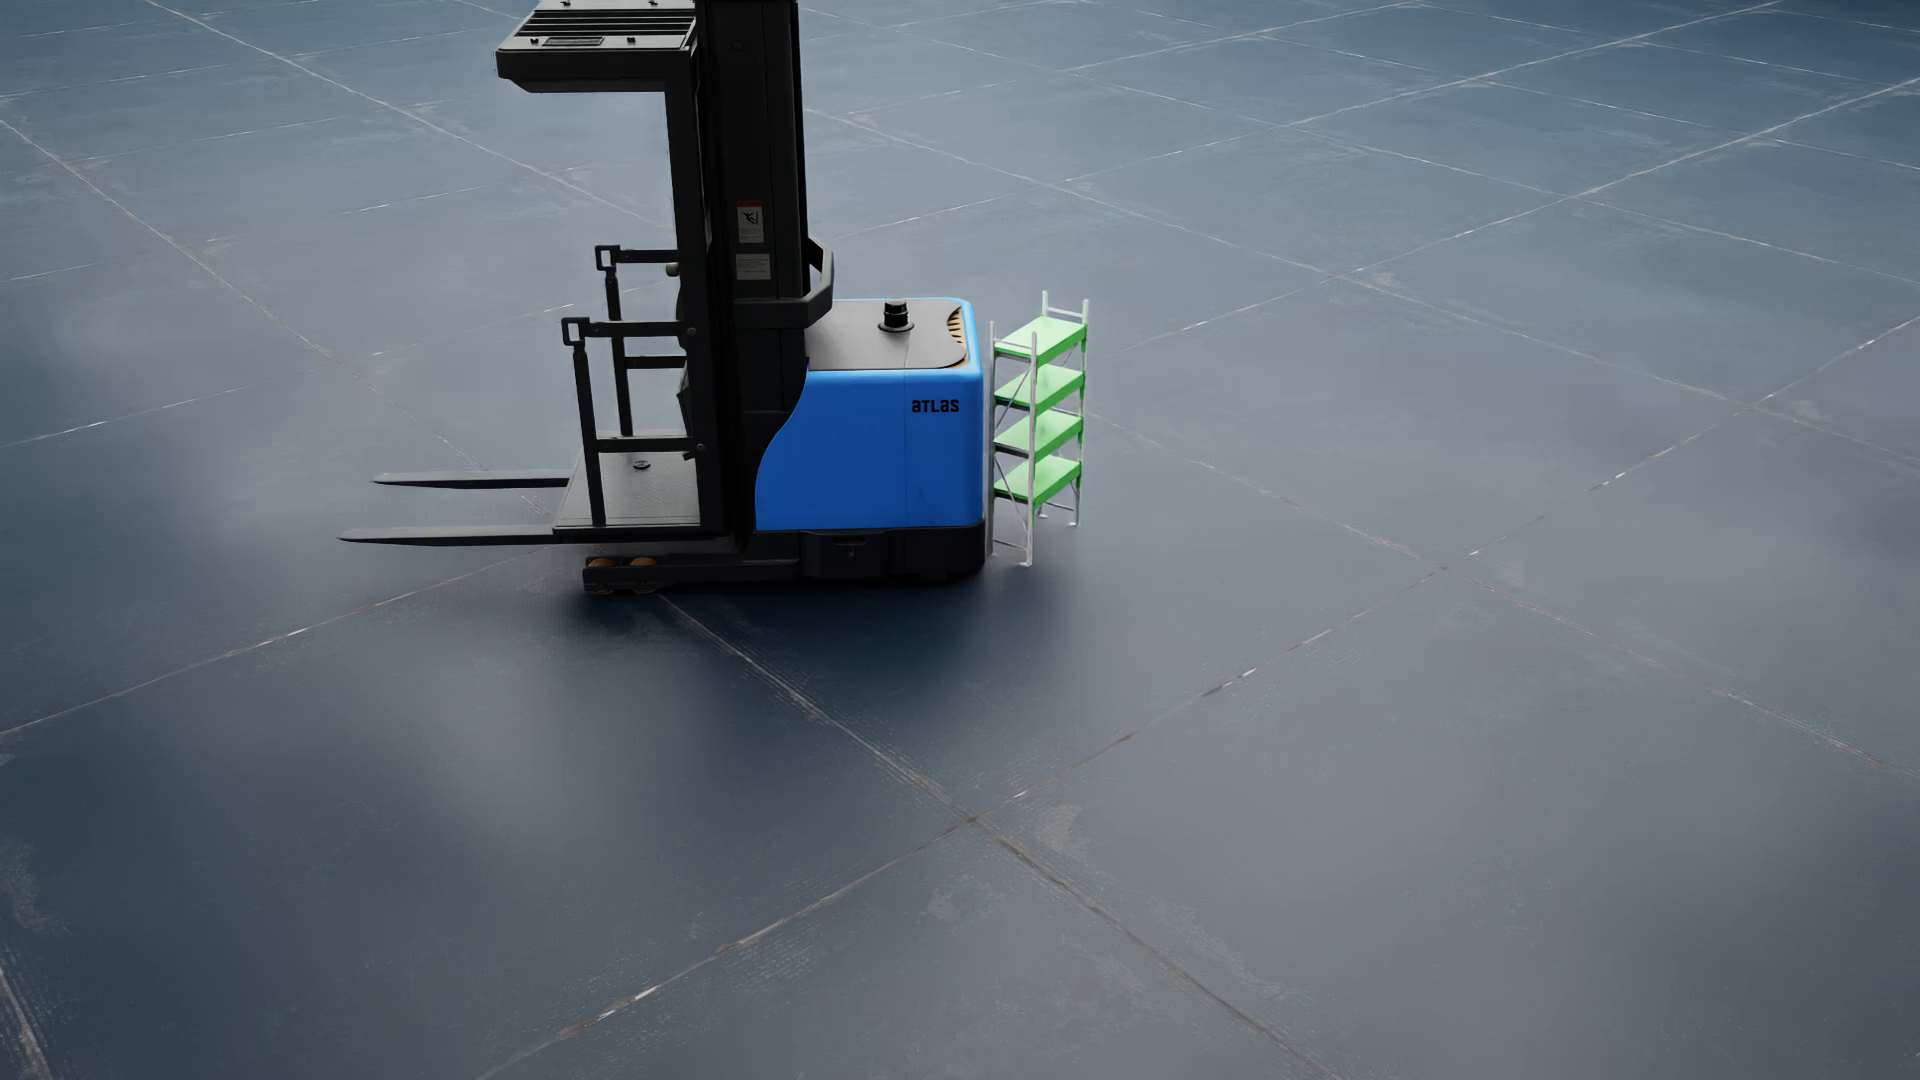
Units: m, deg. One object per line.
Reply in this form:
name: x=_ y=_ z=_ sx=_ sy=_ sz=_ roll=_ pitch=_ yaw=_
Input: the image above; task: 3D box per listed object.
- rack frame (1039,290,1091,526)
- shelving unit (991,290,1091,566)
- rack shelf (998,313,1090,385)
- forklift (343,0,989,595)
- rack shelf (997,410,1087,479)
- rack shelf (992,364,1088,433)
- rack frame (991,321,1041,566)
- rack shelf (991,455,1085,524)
rack frame: x=0.510 y=-0.631 z=8.158 sx=0.240 sy=1.200 sz=0.015 roll=16 pitch=32 yaw=27
shelving unit: x=0.384 y=-0.532 z=7.973 sx=0.258 sy=1.200 sz=0.503 roll=16 pitch=32 yaw=27
rack shelf: x=0.384 y=-0.899 z=7.777 sx=0.258 sy=0.148 sz=0.480 roll=16 pitch=32 yaw=27
forklift: x=-1.398 y=-1.293 z=7.560 sx=3.031 sy=2.935 sz=1.130 roll=-1 pitch=28 yaw=-2
rack shelf: x=0.384 y=-0.476 z=8.003 sx=0.258 sy=0.148 sz=0.480 roll=16 pitch=32 yaw=27
rack shelf: x=0.384 y=-0.688 z=7.890 sx=0.258 sy=0.148 sz=0.480 roll=16 pitch=32 yaw=27
rack frame: x=0.259 y=-0.434 z=7.789 sx=0.240 sy=1.200 sz=0.015 roll=16 pitch=32 yaw=27
rack shelf: x=0.384 y=-0.264 z=8.116 sx=0.258 sy=0.148 sz=0.480 roll=16 pitch=32 yaw=27
